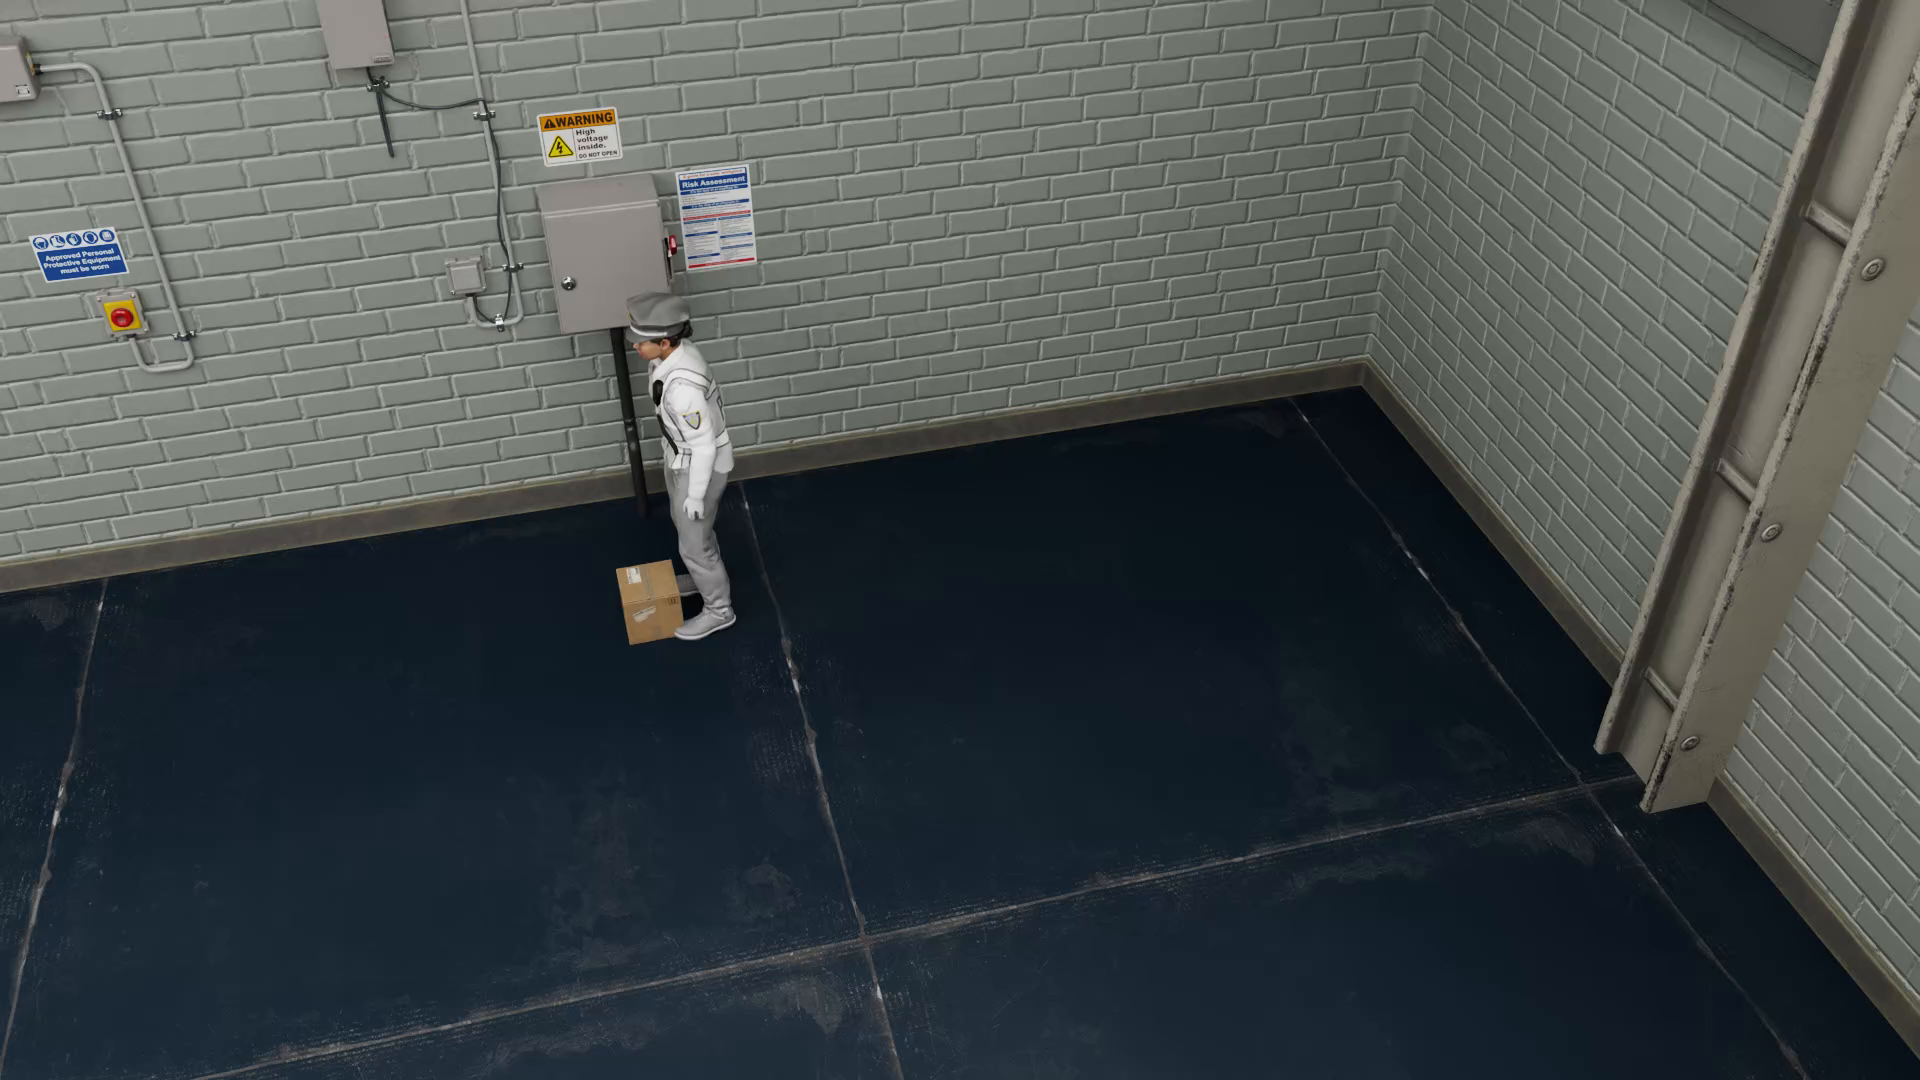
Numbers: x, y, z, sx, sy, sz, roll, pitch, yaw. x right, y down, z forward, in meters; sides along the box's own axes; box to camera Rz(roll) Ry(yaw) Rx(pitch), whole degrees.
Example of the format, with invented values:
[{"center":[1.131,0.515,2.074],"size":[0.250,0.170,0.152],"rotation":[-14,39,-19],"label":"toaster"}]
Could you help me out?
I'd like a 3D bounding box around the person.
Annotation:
[{"center":[-1.153,-0.237,7.172],"size":[0.358,1.460,0.539],"rotation":[-12,40,-14],"label":"person"}]
